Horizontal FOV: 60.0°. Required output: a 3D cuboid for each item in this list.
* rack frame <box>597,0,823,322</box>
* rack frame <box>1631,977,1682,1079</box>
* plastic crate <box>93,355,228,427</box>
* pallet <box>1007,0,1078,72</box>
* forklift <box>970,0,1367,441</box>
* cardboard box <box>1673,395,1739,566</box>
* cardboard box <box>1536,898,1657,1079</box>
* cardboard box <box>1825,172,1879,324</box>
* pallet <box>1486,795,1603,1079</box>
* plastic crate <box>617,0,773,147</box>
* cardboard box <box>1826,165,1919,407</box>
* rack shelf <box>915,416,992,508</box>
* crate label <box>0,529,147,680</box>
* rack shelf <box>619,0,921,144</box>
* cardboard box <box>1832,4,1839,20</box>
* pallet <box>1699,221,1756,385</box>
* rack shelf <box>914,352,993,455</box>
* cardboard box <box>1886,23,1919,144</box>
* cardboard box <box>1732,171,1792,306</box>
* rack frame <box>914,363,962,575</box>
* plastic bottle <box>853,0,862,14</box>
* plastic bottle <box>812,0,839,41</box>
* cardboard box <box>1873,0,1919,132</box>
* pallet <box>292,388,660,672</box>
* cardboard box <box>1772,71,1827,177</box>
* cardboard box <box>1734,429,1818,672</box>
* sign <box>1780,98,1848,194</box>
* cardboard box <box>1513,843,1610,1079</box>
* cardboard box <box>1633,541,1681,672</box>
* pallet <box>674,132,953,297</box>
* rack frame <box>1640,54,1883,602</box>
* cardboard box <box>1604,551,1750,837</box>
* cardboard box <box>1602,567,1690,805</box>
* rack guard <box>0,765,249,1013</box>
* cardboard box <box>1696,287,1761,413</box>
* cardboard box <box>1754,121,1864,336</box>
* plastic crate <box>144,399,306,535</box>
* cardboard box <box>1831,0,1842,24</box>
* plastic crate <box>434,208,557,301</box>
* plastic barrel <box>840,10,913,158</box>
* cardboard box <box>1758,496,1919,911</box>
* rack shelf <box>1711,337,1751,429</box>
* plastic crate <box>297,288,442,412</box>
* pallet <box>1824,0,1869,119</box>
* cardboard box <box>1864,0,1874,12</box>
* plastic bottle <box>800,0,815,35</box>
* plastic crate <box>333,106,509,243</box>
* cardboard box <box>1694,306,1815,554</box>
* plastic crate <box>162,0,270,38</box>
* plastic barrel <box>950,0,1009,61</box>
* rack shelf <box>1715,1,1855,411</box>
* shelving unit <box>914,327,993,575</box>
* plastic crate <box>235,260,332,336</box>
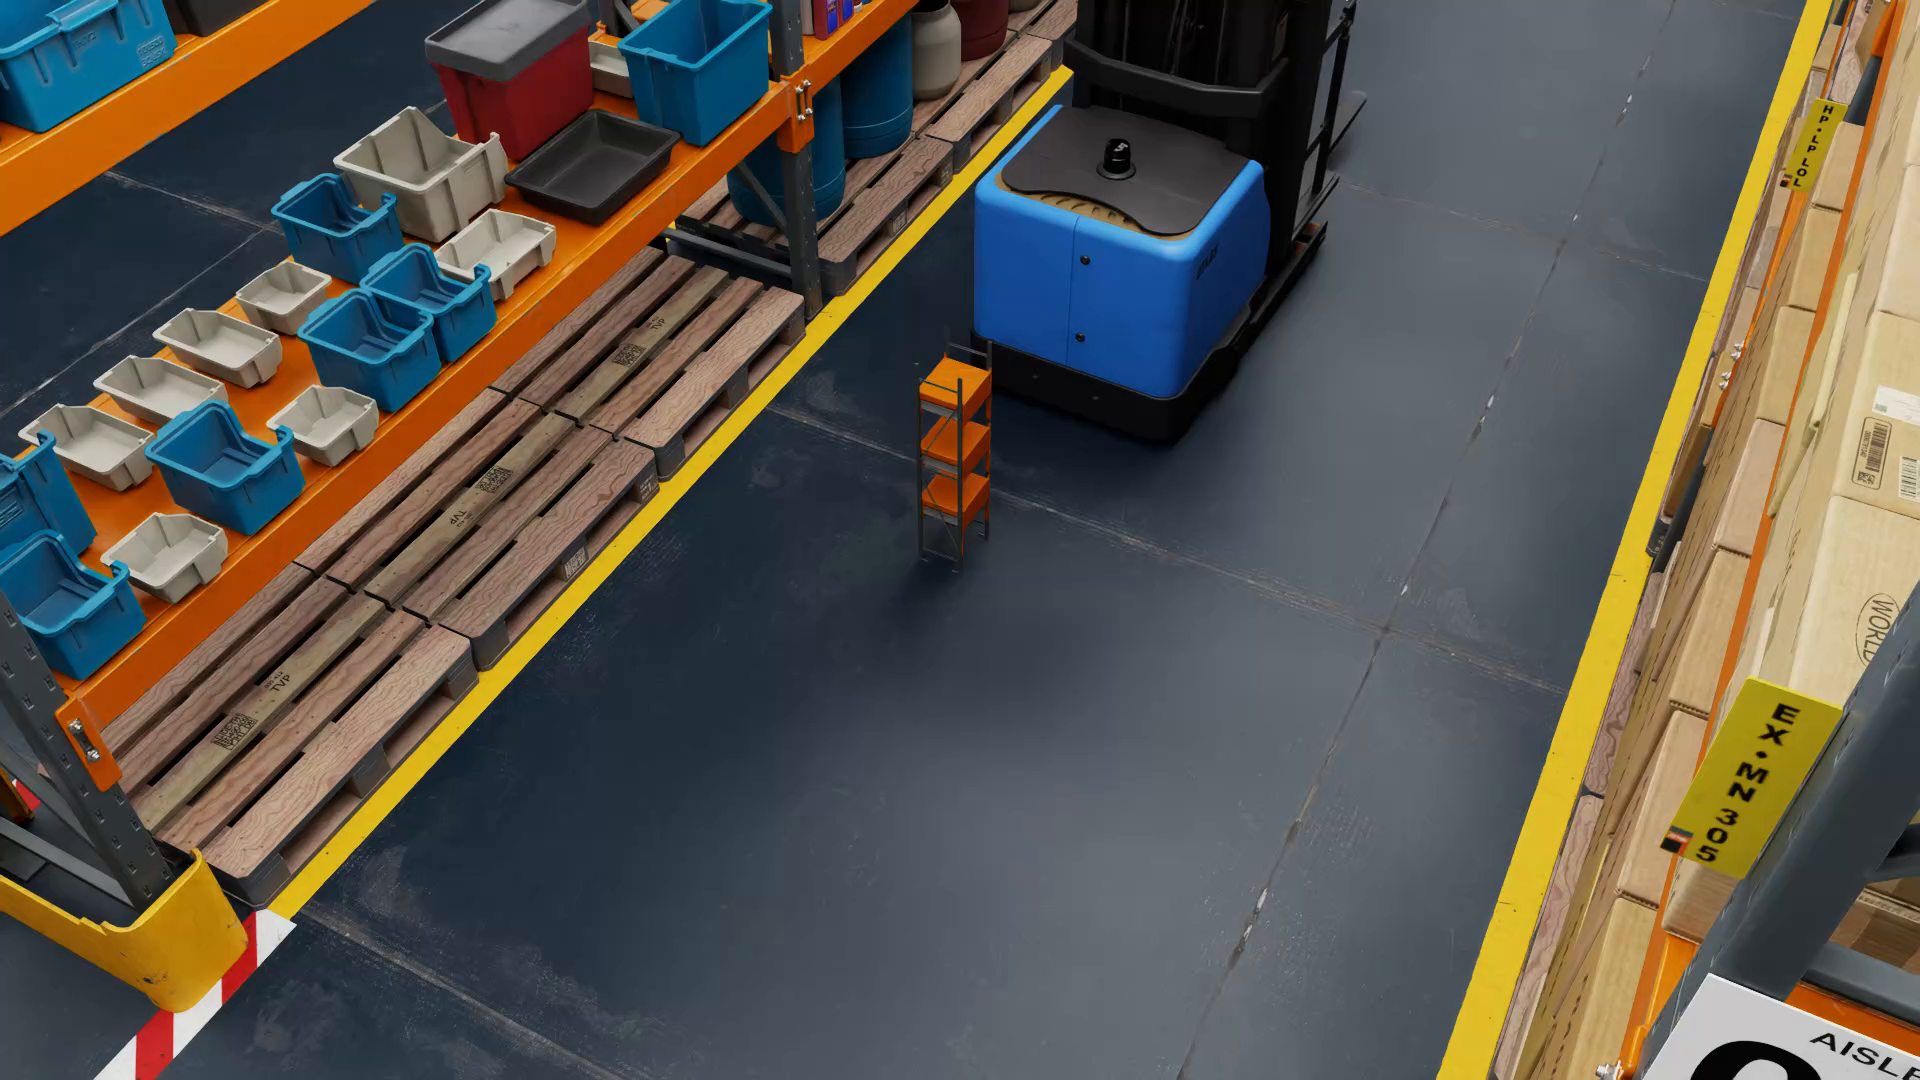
[{"bbox_3d":[-1.143,-2.317,7.211,1.000,3.000,0.127,20,49,19],"label":"rack frame"},{"bbox_3d":[1.386,1.841,3.102,1.000,3.000,0.127,20,49,19],"label":"rack frame"},{"bbox_3d":[-2.634,-0.477,5.535,0.396,0.136,0.243,20,49,19],"label":"plastic crate"},{"bbox_3d":[0.385,-3.346,10.189,1.003,0.211,1.213,20,49,19],"label":"pallet"},{"bbox_3d":[1.206,-2.511,7.450,1.130,2.935,3.031,22,49,20],"label":"forklift"},{"bbox_3d":[2.530,-0.160,5.008,0.500,0.500,0.500,21,49,20],"label":"cardboard box"},{"bbox_3d":[1.349,1.083,3.077,0.500,0.500,0.500,20,49,19],"label":"cardboard box"},{"bbox_3d":[2.100,-0.512,3.423,0.500,0.250,0.500,20,49,19],"label":"cardboard box"},{"bbox_3d":[2.358,1.505,5.394,1.003,0.211,1.213,20,49,19],"label":"pallet"},{"bbox_3d":[-1.057,-1.926,6.793,0.392,0.384,0.575,20,49,19],"label":"plastic crate"},{"bbox_3d":[1.866,-0.373,2.935,0.500,0.250,0.500,20,49,19],"label":"cardboard box"},{"bbox_3d":[-0.025,-0.328,6.631,0.215,0.259,0.240,20,49,19],"label":"rack shelf"},{"bbox_3d":[-2.593,0.194,4.805,0.416,0.233,0.303,20,49,19],"label":"crate label"},{"bbox_3d":[-0.214,-3.324,8.712,1.077,0.370,4.000,20,49,19],"label":"rack shelf"},{"bbox_3d":[5.128,-2.792,9.318,0.500,0.250,0.500,22,49,20],"label":"cardboard box"},{"bbox_3d":[4.152,-0.995,7.865,1.003,0.211,1.213,20,49,19],"label":"pallet"},{"bbox_3d":[-0.025,-0.527,6.429,0.215,0.259,0.240,20,49,19],"label":"rack shelf"},{"bbox_3d":[2.324,-1.005,3.560,0.500,0.250,0.500,20,49,19],"label":"cardboard box"},{"bbox_3d":[3.922,-1.306,7.660,0.500,0.500,0.500,19,48,18],"label":"cardboard box"},{"bbox_3d":[-0.081,-0.258,6.547,0.200,1.050,0.008,20,49,19],"label":"rack frame"},{"bbox_3d":[-0.495,-2.500,7.531,0.097,0.201,0.097,0,45,0],"label":"plastic bottle"},{"bbox_3d":[-0.595,-2.366,7.341,0.061,0.283,0.133,20,49,19],"label":"plastic bottle"},{"bbox_3d":[2.562,-1.143,4.047,0.500,0.250,0.500,20,49,19],"label":"cardboard box"},{"bbox_3d":[-2.015,-0.089,6.970,1.003,0.211,1.213,20,49,19],"label":"pallet"},{"bbox_3d":[4.397,-1.951,8.297,0.500,0.500,0.500,19,48,18],"label":"cardboard box"},{"bbox_3d":[1.633,0.117,2.802,0.500,0.250,0.500,20,49,19],"label":"cardboard box"},{"bbox_3d":[2.750,-1.267,5.359,0.100,0.325,0.005,20,49,19],"label":"sign"},{"bbox_3d":[1.591,1.106,3.758,0.500,0.500,0.500,21,49,19],"label":"cardboard box"},{"bbox_3d":[2.857,0.304,6.201,0.500,0.311,0.500,20,49,19],"label":"cardboard box"},{"bbox_3d":[-0.747,-1.809,8.669,1.003,0.211,1.213,20,49,19],"label":"pallet"},{"bbox_3d":[3.243,-0.679,5.592,1.000,3.000,0.127,20,49,19],"label":"rack frame"},{"bbox_3d":[1.819,0.436,3.716,0.500,0.500,0.500,22,49,20],"label":"cardboard box"},{"bbox_3d":[2.061,0.476,4.380,0.500,0.500,0.500,20,49,19],"label":"cardboard box"},{"bbox_3d":[-2.999,1.101,5.590,1.175,0.500,0.348,20,49,19],"label":"rack guard"},{"bbox_3d":[3.455,-0.669,7.030,0.500,0.500,0.500,21,49,19],"label":"cardboard box"},{"bbox_3d":[2.775,-0.862,4.999,0.500,0.500,0.500,22,49,20],"label":"cardboard box"},{"bbox_3d":[-2.288,-0.221,5.215,0.416,0.233,0.300,20,49,19],"label":"plastic crate"},{"bbox_3d":[5.125,-2.988,9.118,0.500,0.311,0.500,22,49,20],"label":"cardboard box"},{"bbox_3d":[-1.685,-1.049,6.101,0.293,0.136,0.466,20,49,19],"label":"plastic crate"},{"bbox_3d":[-0.546,-2.510,8.582,0.600,0.901,0.708,20,49,19],"label":"plastic barrel"},{"bbox_3d":[1.399,0.256,2.313,0.500,0.250,0.500,20,49,19],"label":"cardboard box"},{"bbox_3d":[2.315,0.834,4.603,1.077,0.370,4.000,20,49,19],"label":"rack shelf"},{"bbox_3d":[-1.982,-0.636,5.625,0.416,0.233,0.300,20,49,19],"label":"plastic crate"},{"bbox_3d":[4.201,-1.905,6.938,1.003,0.211,1.213,20,49,19],"label":"pallet"},{"bbox_3d":[4.314,-2.435,6.962,0.700,0.500,0.500,30,52,26],"label":"cardboard box"},{"bbox_3d":[-0.673,-2.440,7.367,0.144,0.351,0.185,20,49,19],"label":"plastic bottle"},{"bbox_3d":[-2.015,-1.395,6.341,0.437,0.282,0.530,20,49,19],"label":"plastic crate"},{"bbox_3d":[2.297,-0.213,4.358,0.500,0.500,0.500,19,48,18],"label":"cardboard box"},{"bbox_3d":[-2.047,-1.701,4.537,0.504,0.338,0.767,20,49,19],"label":"plastic crate"},{"bbox_3d":[-0.022,-3.111,9.396,0.600,0.588,0.708,20,49,19],"label":"plastic barrel"},{"bbox_3d":[4.171,-1.686,7.093,1.077,0.370,4.000,20,49,19],"label":"rack shelf"},{"bbox_3d":[-0.025,-0.335,6.623,0.215,1.050,0.252,20,49,19],"label":"shelving unit"},{"bbox_3d":[-2.405,-0.853,5.907,0.298,0.136,0.250,20,49,19],"label":"plastic crate"}]
